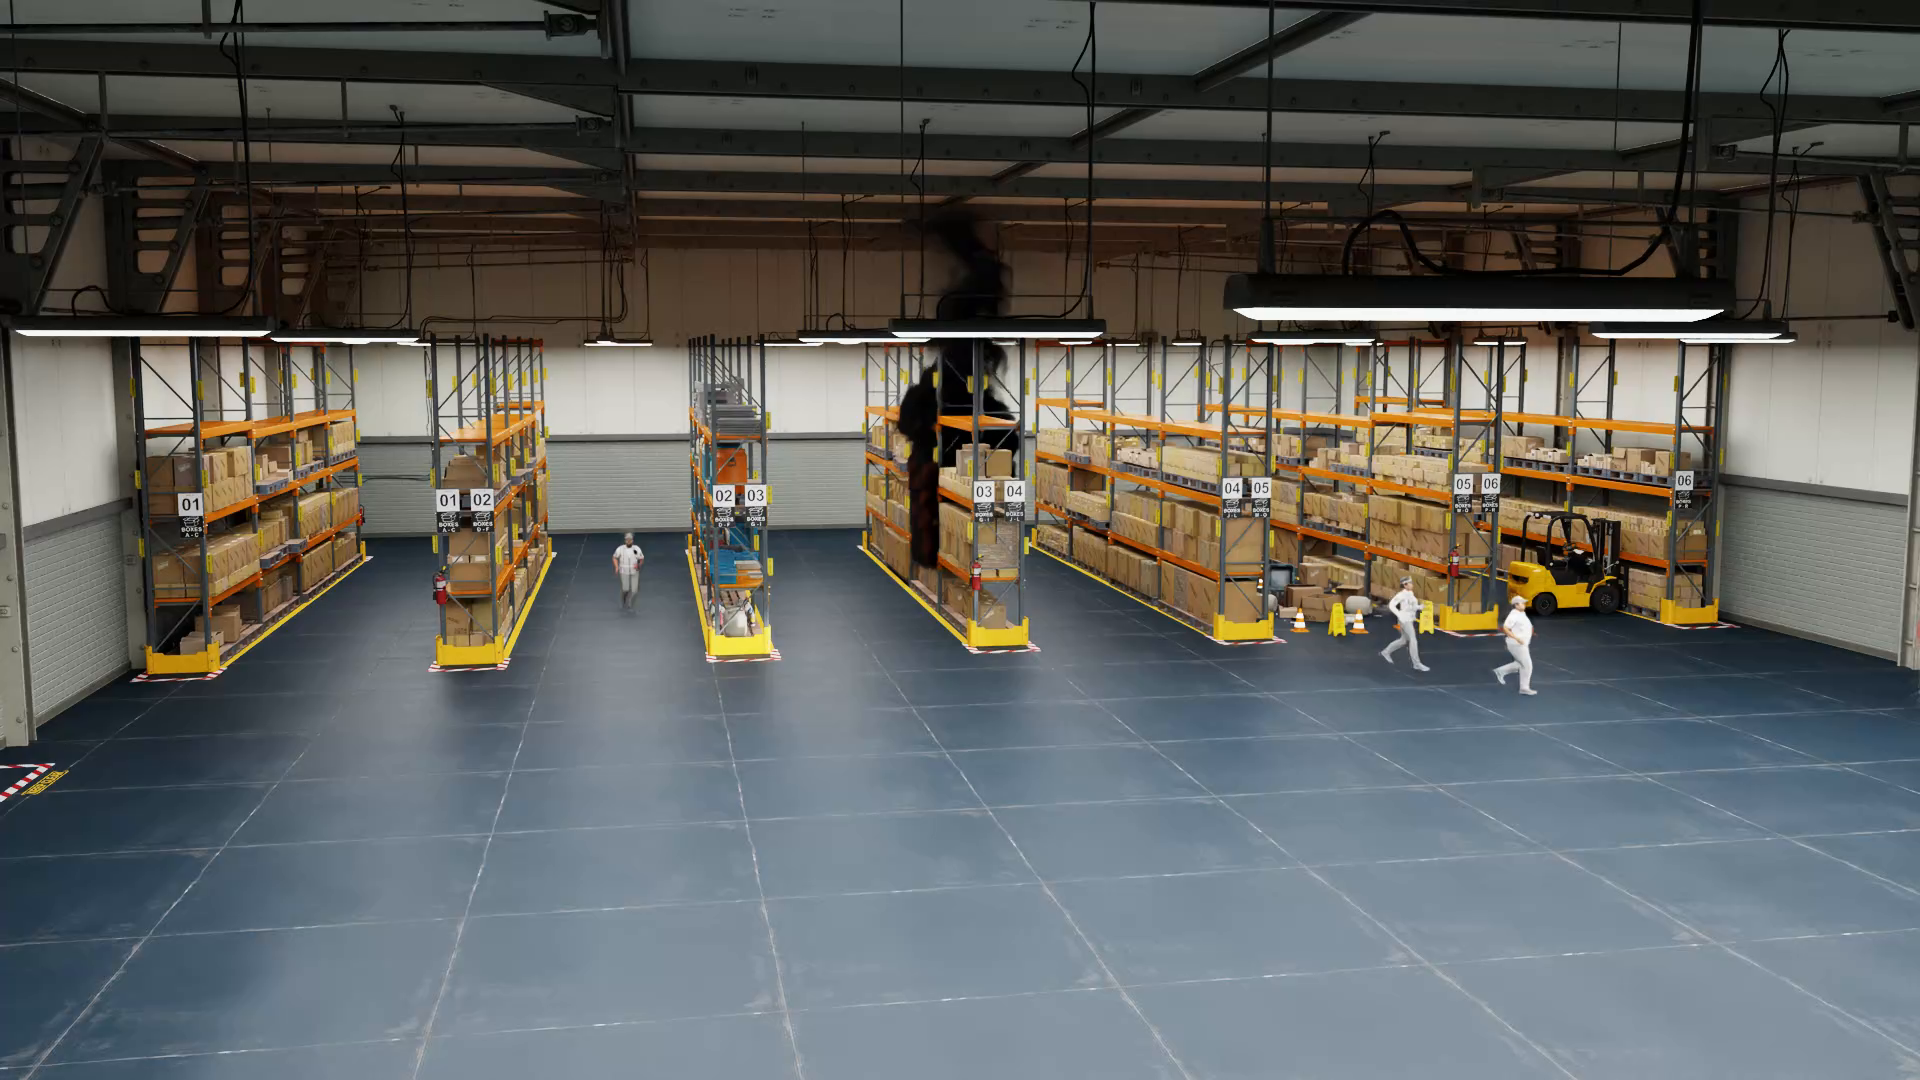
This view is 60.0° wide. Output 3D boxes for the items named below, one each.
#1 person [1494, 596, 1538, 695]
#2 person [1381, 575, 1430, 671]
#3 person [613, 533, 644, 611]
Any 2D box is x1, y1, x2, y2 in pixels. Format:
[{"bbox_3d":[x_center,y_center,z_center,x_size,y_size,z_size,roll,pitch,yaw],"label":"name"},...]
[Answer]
[{"bbox_3d":[9.284,1.740,27.766,0.758,1.628,0.618,4,8,33],"label":"person"},{"bbox_3d":[7.975,1.460,29.740,0.941,1.679,0.612,4,8,33],"label":"person"},{"bbox_3d":[-7.204,0.707,36.250,0.664,1.734,0.590,-2,7,-17],"label":"person"}]
